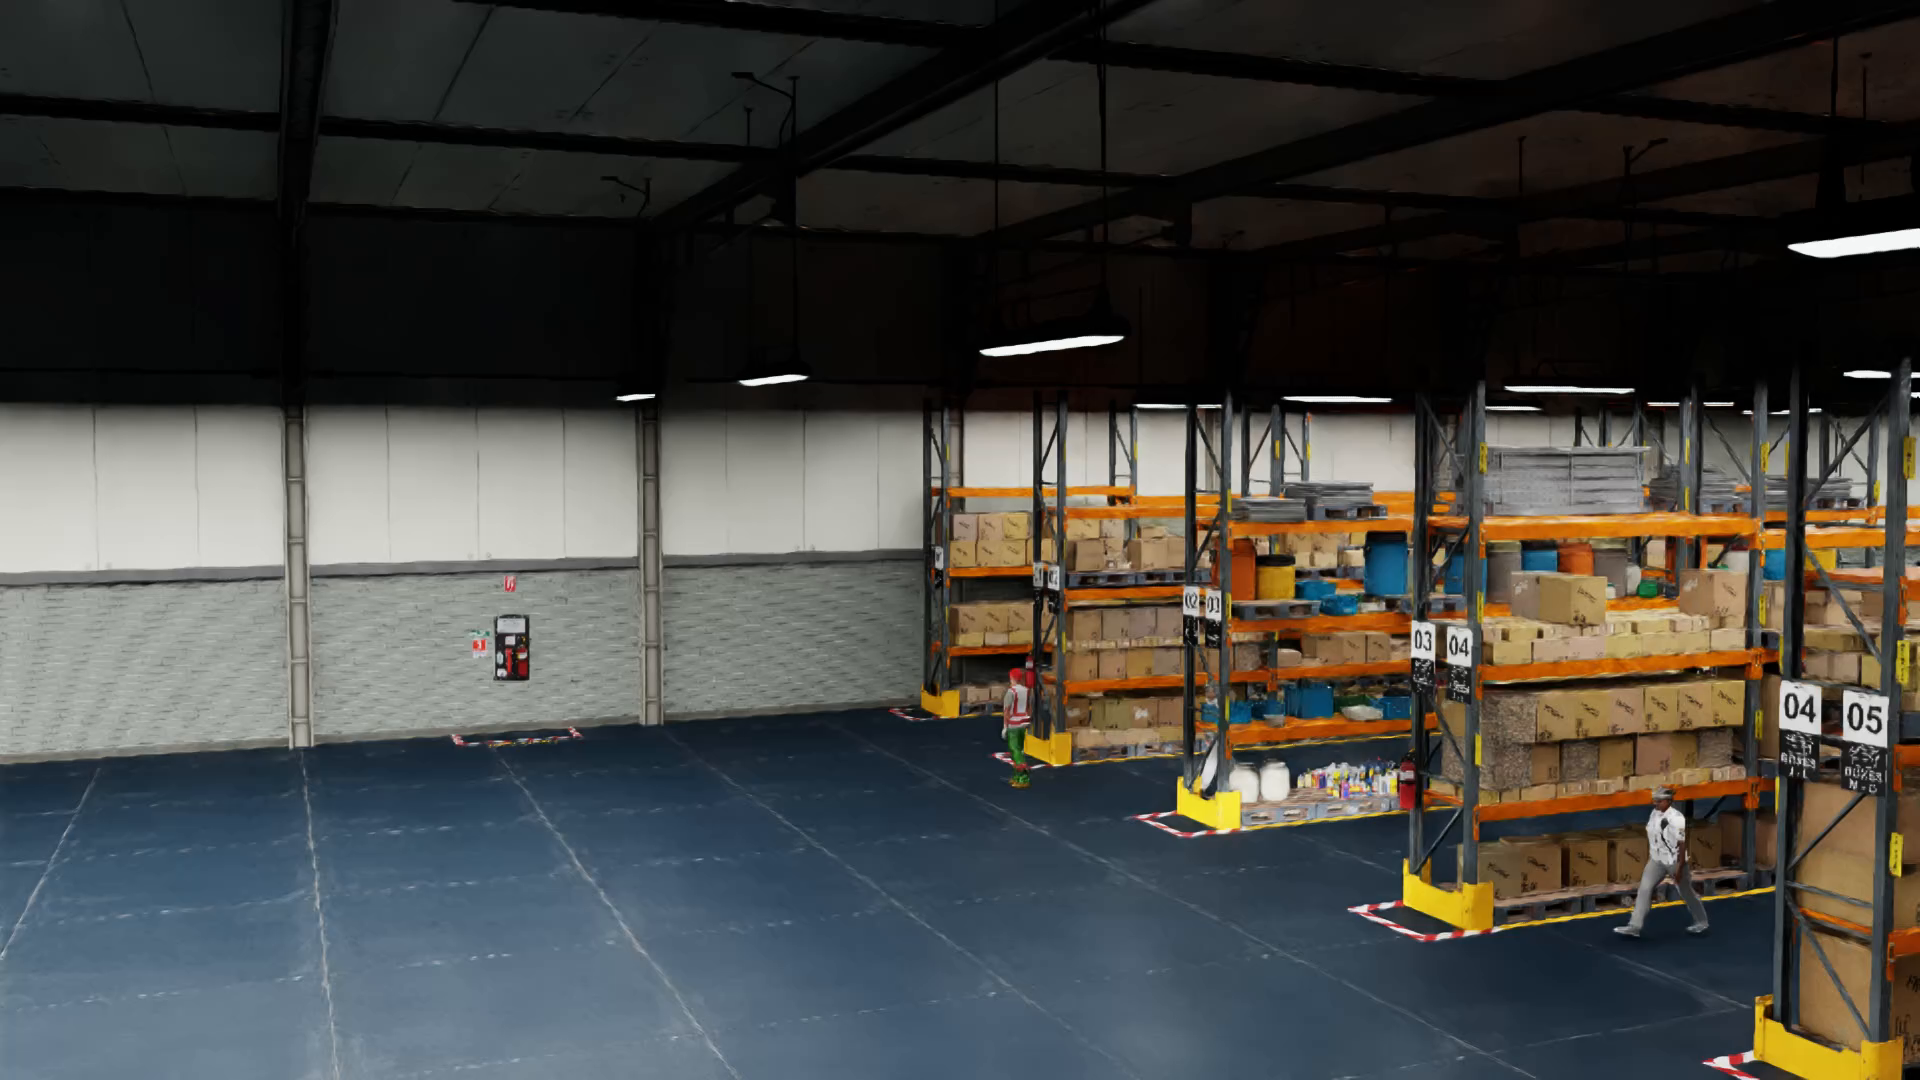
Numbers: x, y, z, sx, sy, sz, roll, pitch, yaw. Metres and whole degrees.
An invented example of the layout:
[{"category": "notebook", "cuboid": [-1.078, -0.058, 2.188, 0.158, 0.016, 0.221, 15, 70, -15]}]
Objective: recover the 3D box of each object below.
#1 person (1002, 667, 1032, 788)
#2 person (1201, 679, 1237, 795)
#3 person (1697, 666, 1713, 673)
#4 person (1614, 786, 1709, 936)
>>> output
[{"category": "person", "cuboid": [0.891, 2.812, 25.000, 0.544, 1.783, 0.646, 3, 4, 40]}, {"category": "person", "cuboid": [3.751, 2.871, 24.427, 1.126, 1.675, 0.542, -1, 4, -20]}, {"category": "person", "cuboid": [12.977, 2.620, 28.819, 0.578, 1.714, 0.719, -2, 4, -24]}, {"category": "person", "cuboid": [7.356, 3.332, 17.301, 1.091, 1.590, 0.439, -2, 4, -25]}]
